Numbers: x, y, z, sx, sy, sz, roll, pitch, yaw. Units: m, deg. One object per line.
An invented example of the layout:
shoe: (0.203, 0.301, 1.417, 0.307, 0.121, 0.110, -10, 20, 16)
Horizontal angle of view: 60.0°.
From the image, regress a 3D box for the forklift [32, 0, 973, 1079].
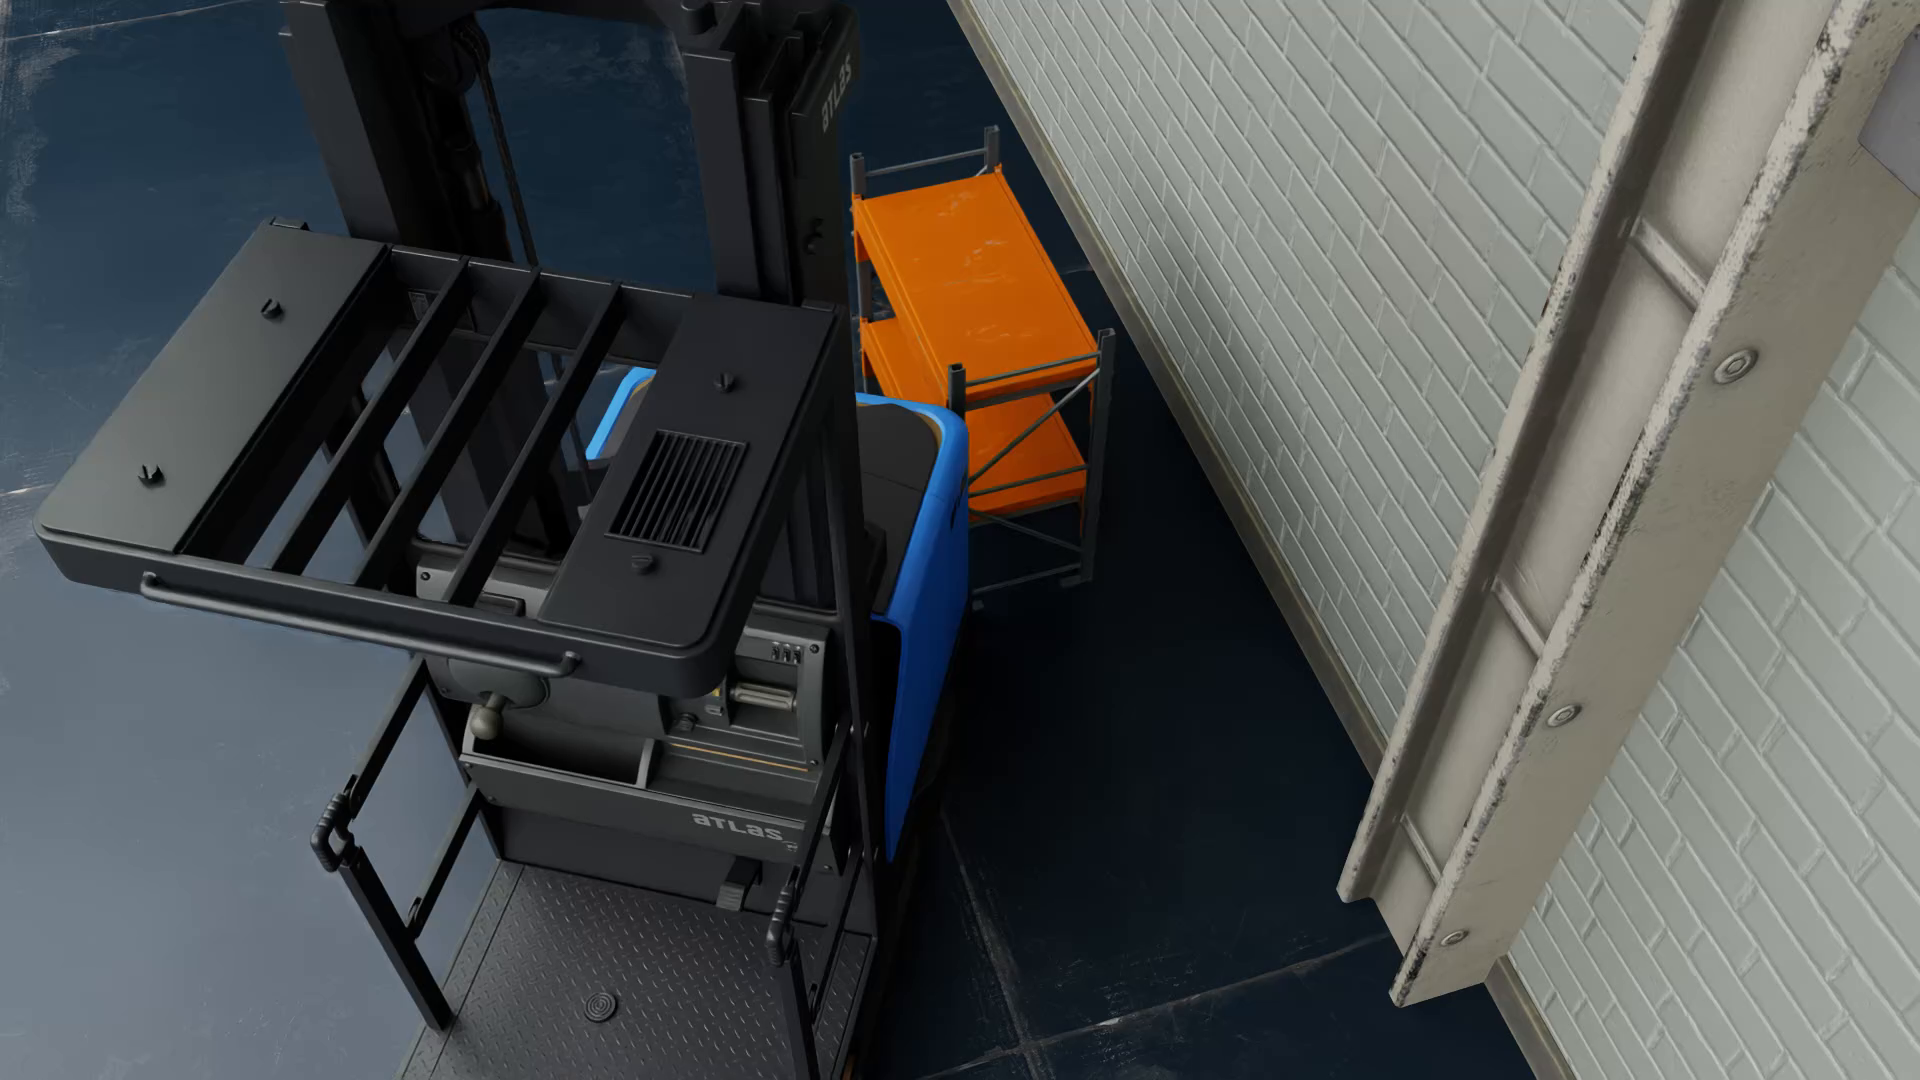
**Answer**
forklift: (-0.787, 0.398, 3.497, 1.130, 2.935, 3.031, 10, 51, 8)

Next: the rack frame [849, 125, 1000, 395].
rack frame: (-0.112, -0.918, 5.788, 0.500, 1.125, 0.032, -14, 51, -12)

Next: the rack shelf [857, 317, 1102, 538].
rack shelf: (0.048, -0.391, 5.664, 0.538, 0.278, 1.000, -14, 51, -12)

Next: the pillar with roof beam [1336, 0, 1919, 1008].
pillar with roof beam: (-2.803, -0.798, 0.537, 9.100, 9.000, 0.400, -13, 51, -11)

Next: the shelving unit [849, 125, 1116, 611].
shelving unit: (0.048, -0.549, 5.477, 0.538, 1.125, 1.048, -14, 51, -12)

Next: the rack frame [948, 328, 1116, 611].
rack frame: (0.207, -0.180, 5.166, 0.500, 1.125, 0.032, -14, 51, -12)

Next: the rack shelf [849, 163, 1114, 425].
rack shelf: (0.048, -0.738, 5.253, 0.538, 0.278, 1.000, -14, 51, -12)
